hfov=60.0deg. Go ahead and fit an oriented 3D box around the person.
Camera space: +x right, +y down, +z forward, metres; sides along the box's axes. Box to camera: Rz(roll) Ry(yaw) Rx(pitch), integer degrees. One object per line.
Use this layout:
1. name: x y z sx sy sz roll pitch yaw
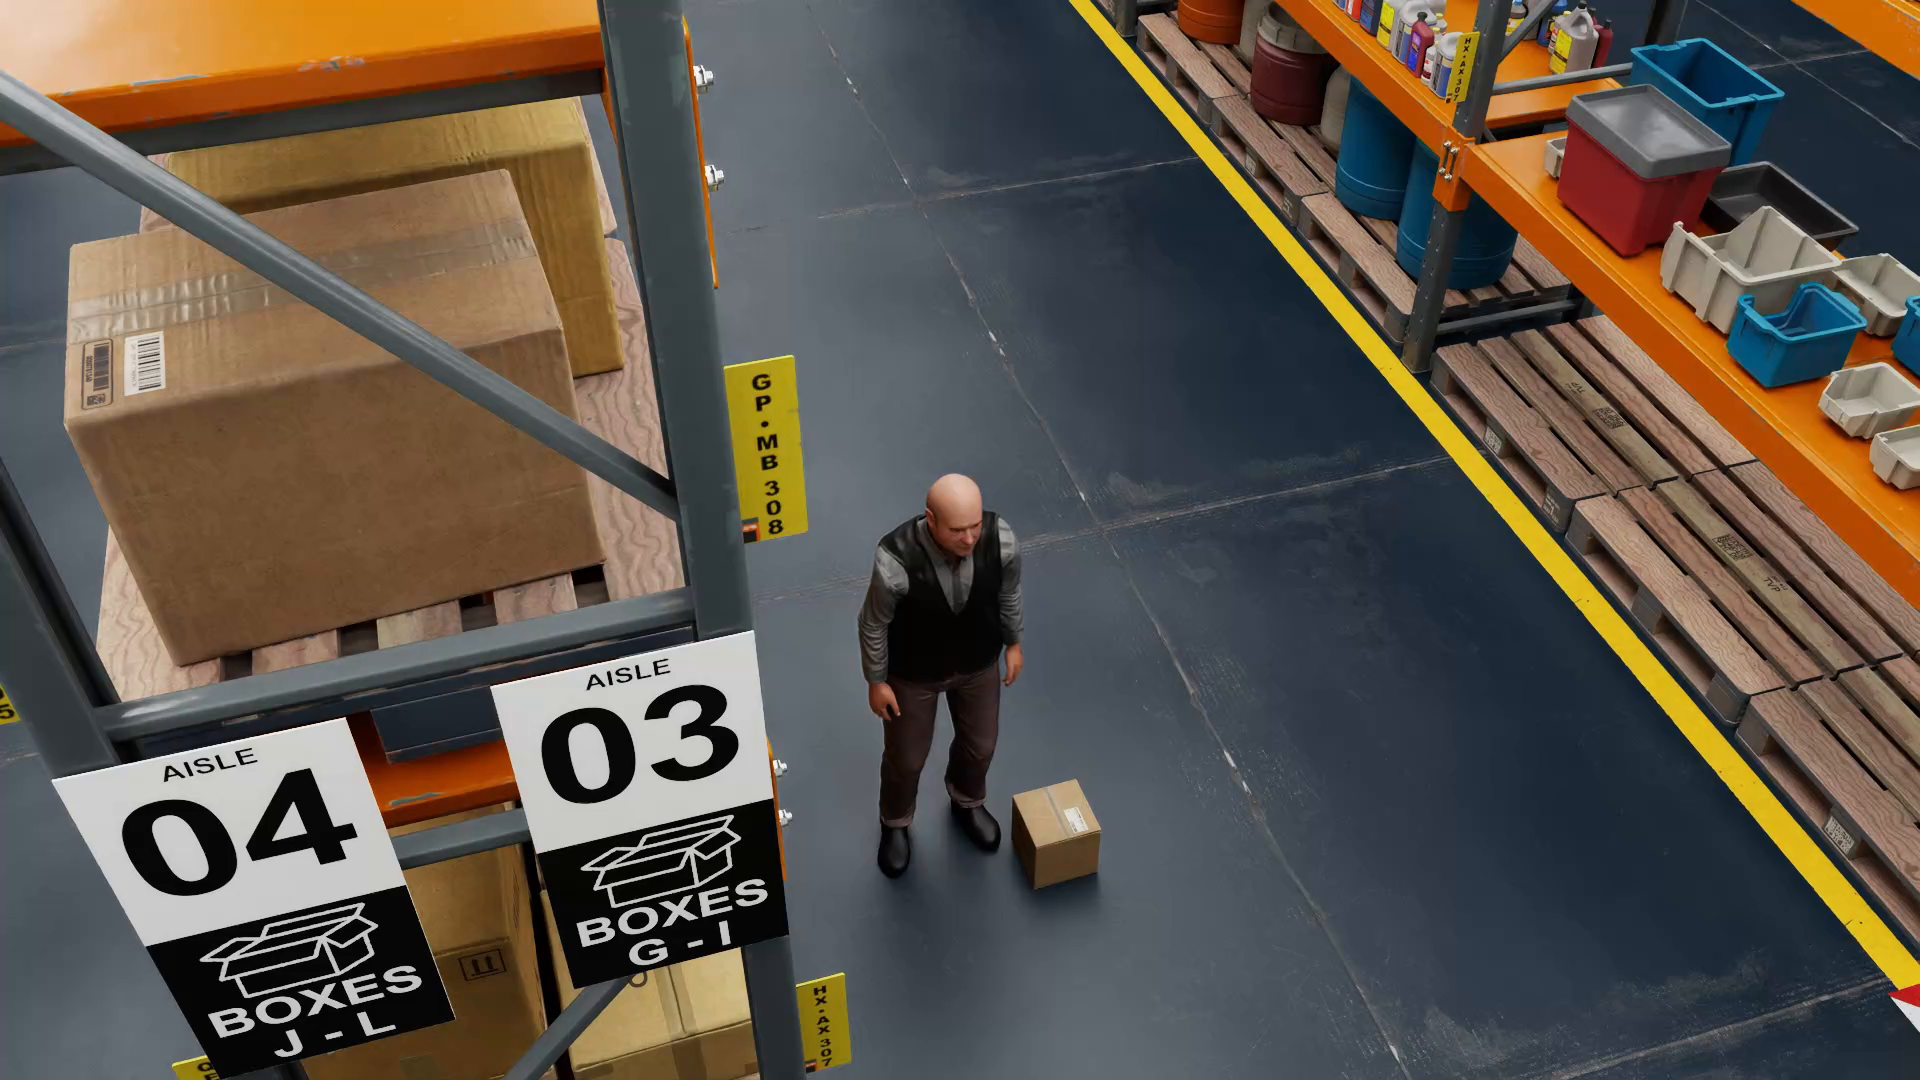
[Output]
1. person: -0.062 0.418 5.712 0.594 1.722 0.411 -14 44 -15
